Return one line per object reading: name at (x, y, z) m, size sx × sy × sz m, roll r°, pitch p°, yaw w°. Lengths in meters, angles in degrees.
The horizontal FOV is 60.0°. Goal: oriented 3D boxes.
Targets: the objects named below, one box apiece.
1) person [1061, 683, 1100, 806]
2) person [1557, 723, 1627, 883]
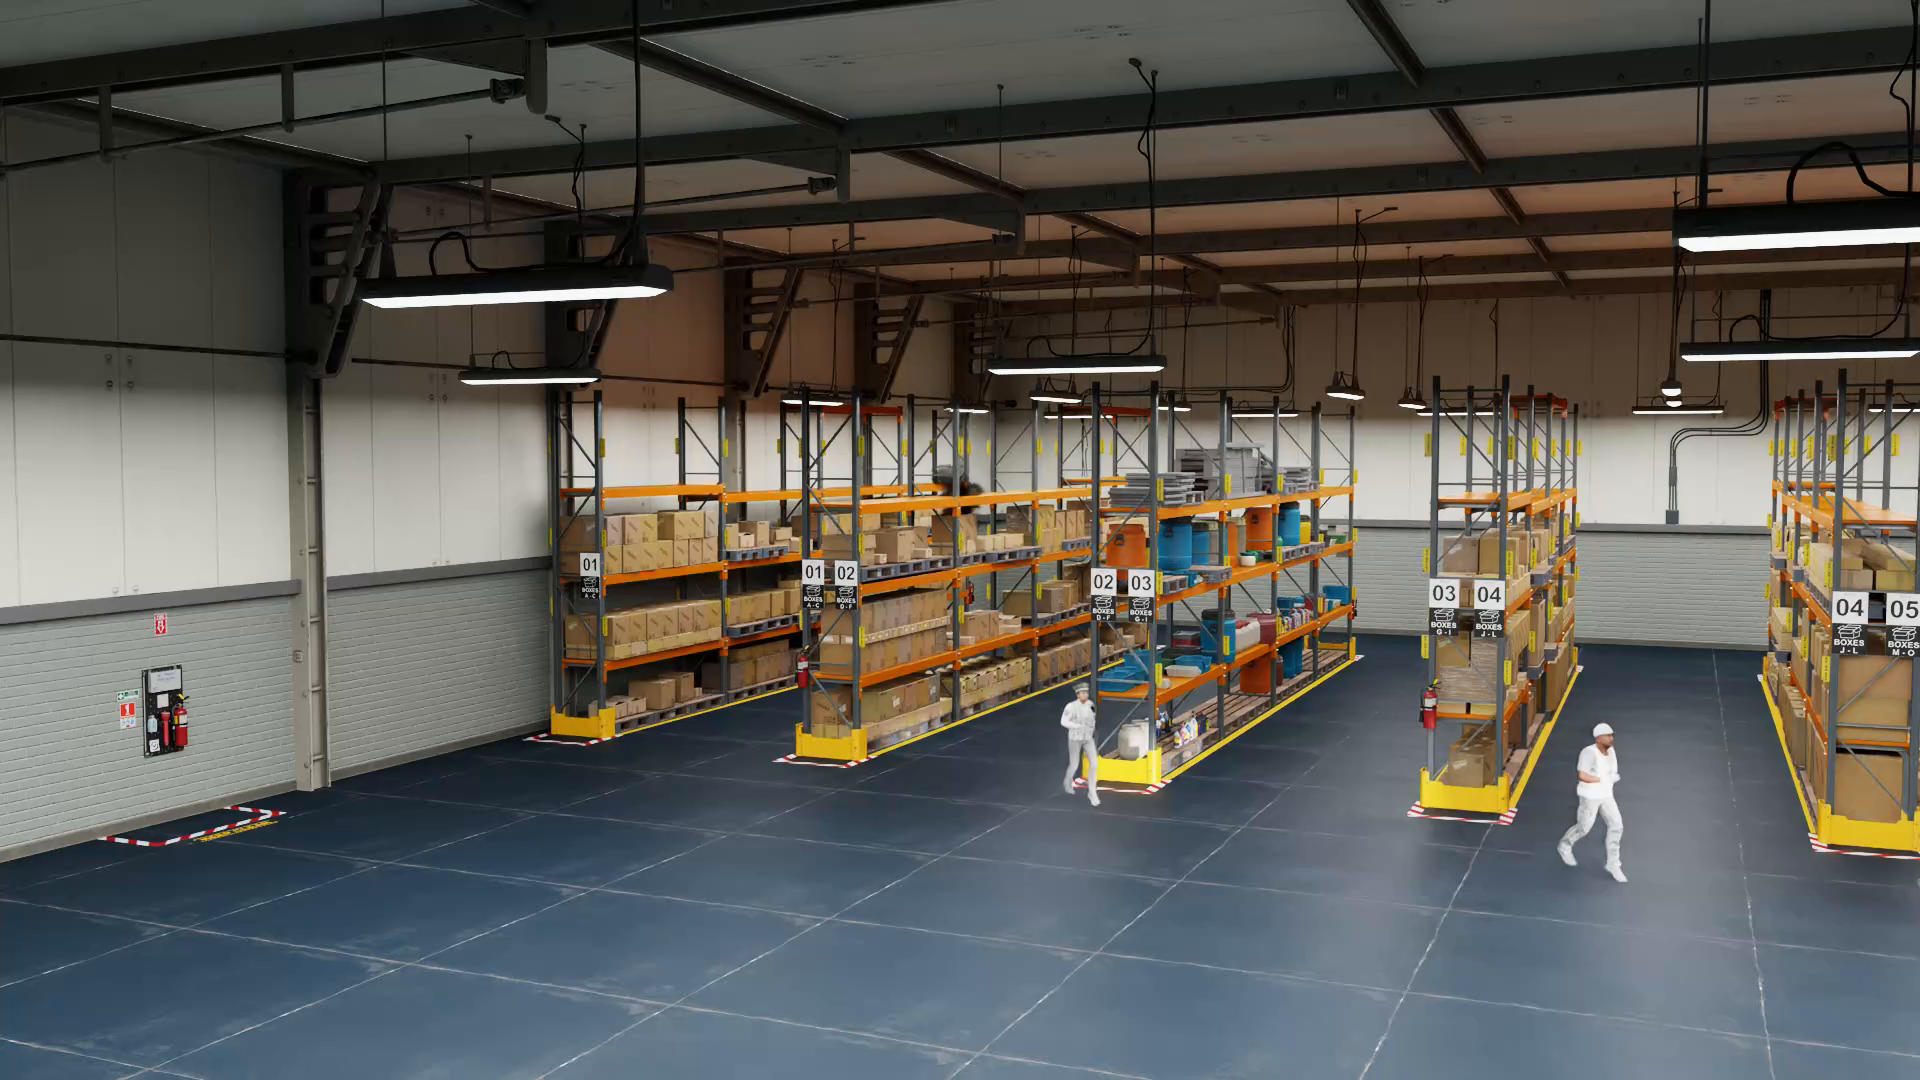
person at (1.707, 2.858, 23.610) m, size 0.639 × 1.714 × 0.877 m, roll -1°, pitch 3°, yaw -20°
person at (7.430, 3.039, 19.514) m, size 0.712 × 1.820 × 0.945 m, roll -2°, pitch 4°, yaw -32°
